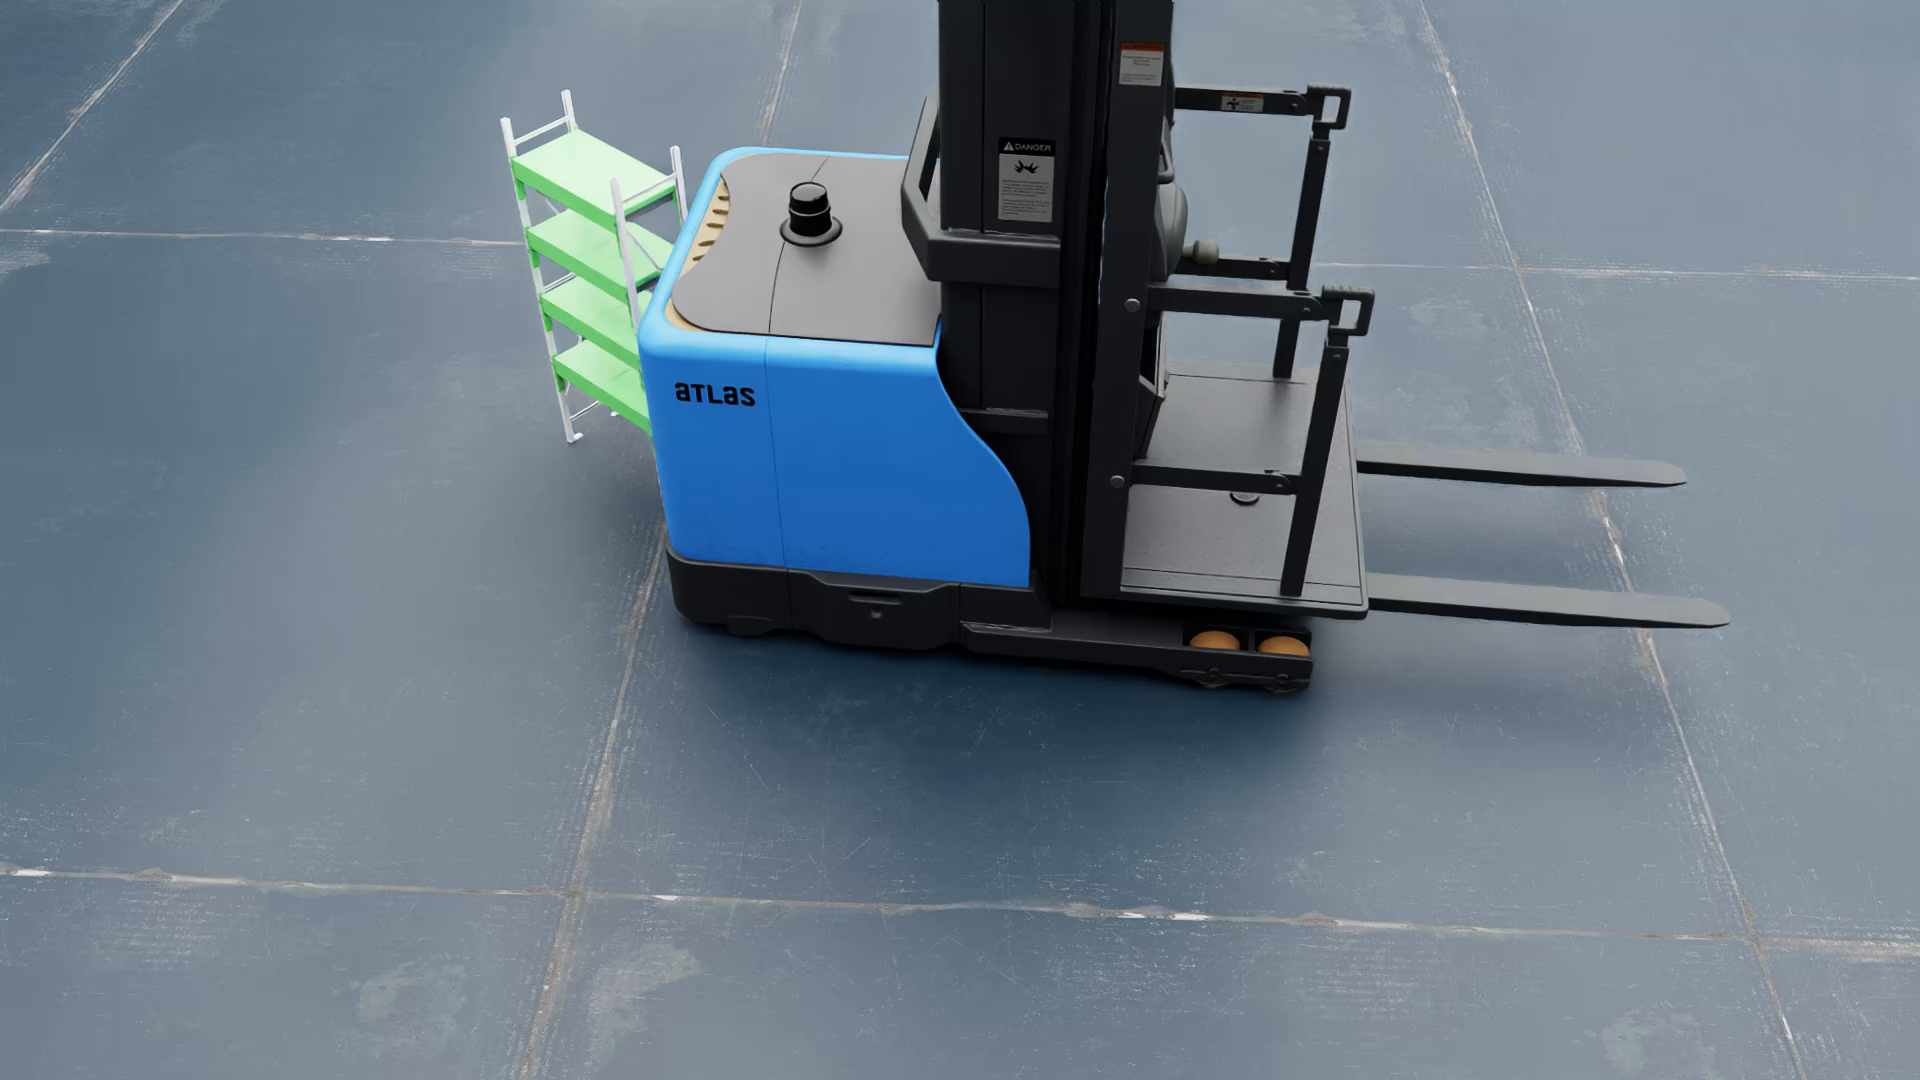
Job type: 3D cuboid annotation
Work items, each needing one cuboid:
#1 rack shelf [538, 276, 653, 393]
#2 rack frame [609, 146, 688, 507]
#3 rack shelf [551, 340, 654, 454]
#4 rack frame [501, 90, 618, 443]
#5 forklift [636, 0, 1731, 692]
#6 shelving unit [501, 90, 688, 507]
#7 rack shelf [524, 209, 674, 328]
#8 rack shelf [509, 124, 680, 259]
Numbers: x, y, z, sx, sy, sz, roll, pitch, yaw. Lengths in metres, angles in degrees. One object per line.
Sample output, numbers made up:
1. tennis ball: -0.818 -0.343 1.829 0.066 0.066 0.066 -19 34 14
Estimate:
1. rack shelf: -1.056 -0.671 5.184 0.480 0.148 0.258 31 51 29
2. rack frame: -0.875 -0.607 5.021 0.015 1.200 0.240 31 51 29
3. rack shelf: -1.056 -0.496 5.348 0.480 0.148 0.258 31 51 29
4. rack frame: -1.238 -0.829 5.260 0.015 1.200 0.240 31 51 29
5. forklift: 0.702 -1.021 4.196 3.031 2.935 1.130 5 43 5
6. shelving unit: -1.056 -0.718 5.140 0.503 1.200 0.258 31 51 29
7. rack shelf: -1.056 -0.847 5.020 0.480 0.148 0.258 31 51 29
8. rack shelf: -1.056 -1.022 4.857 0.480 0.148 0.258 31 51 29
